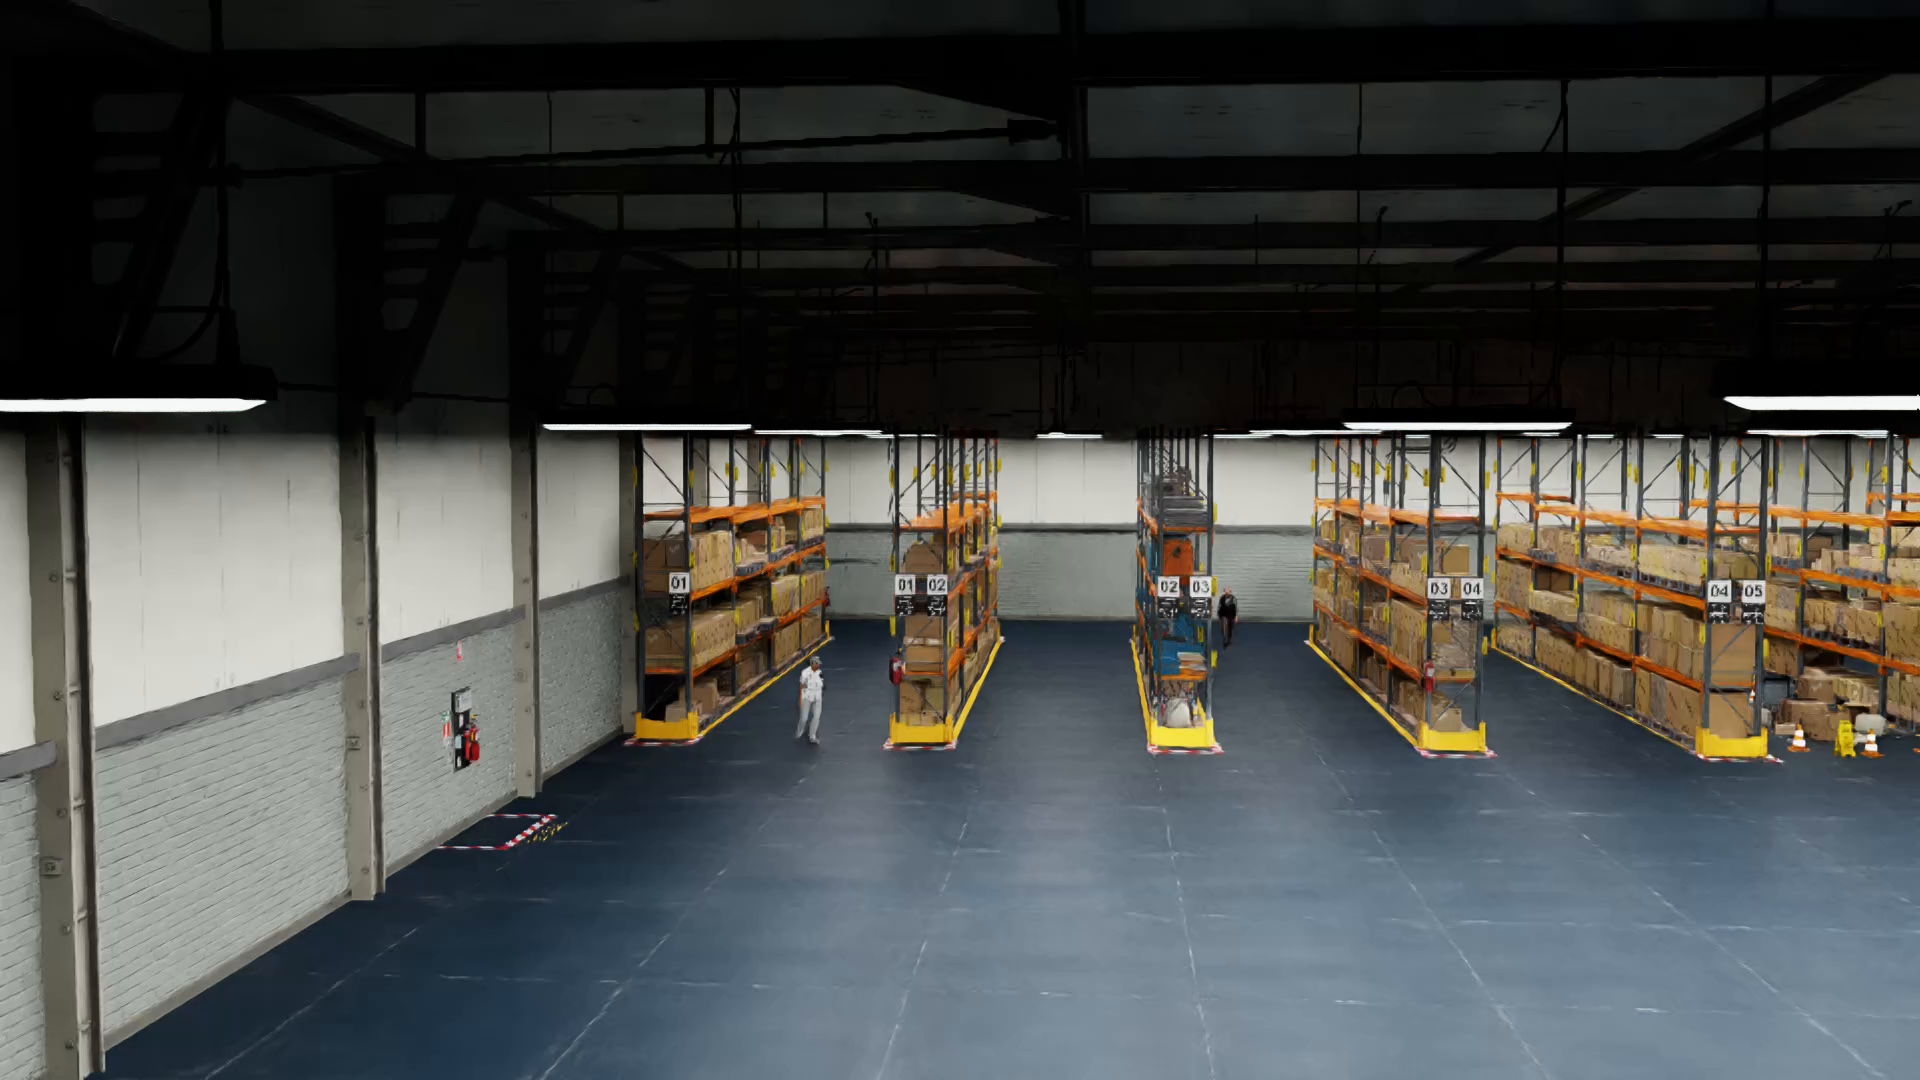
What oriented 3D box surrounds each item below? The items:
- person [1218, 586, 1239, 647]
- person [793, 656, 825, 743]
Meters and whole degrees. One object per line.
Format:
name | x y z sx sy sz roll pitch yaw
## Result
person | 7.448 2.117 46.132 0.553 1.673 1.031 0 3 4
person | -2.863 3.008 31.529 0.546 1.650 0.591 -2 4 -32
